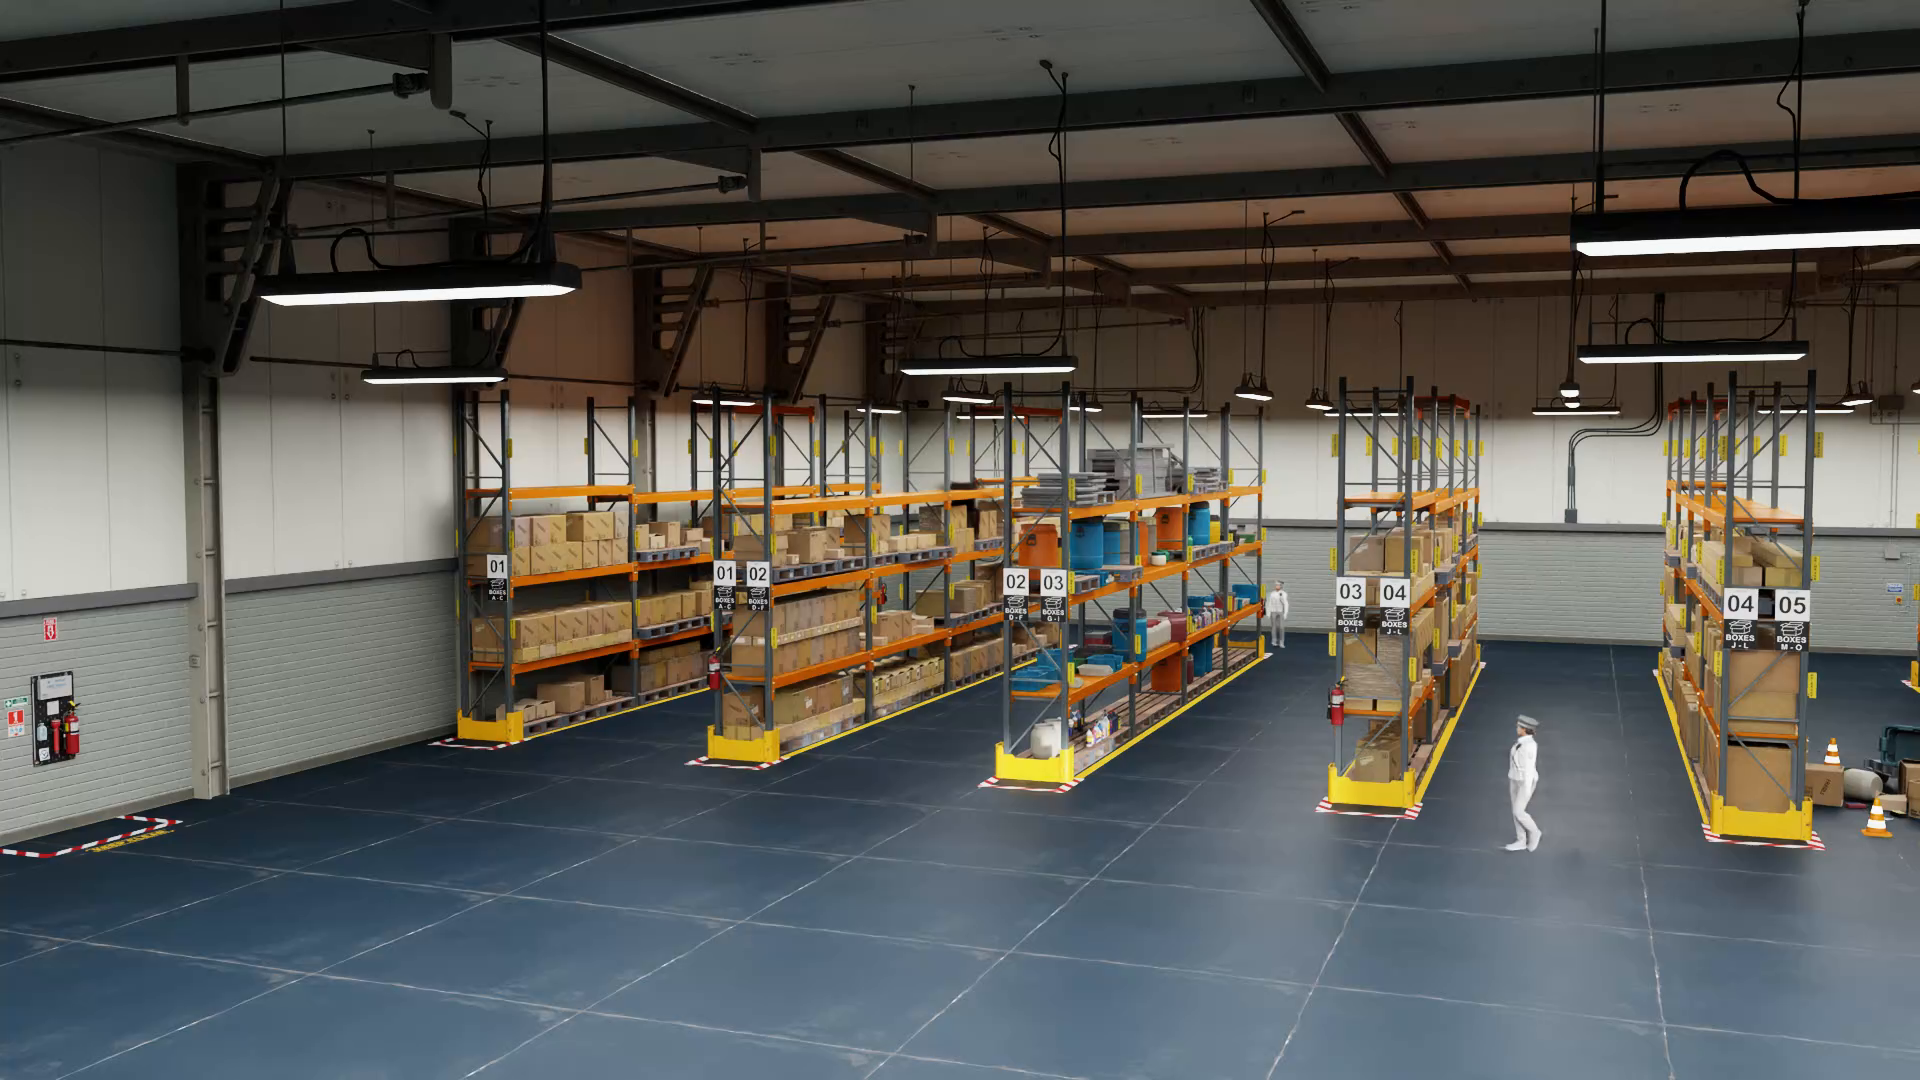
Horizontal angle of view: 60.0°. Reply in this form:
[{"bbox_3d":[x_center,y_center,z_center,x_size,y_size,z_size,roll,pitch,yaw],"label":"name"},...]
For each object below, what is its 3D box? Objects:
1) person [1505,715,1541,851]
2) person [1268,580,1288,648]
[{"bbox_3d":[6.960,3.008,20.566,0.431,1.687,0.471,-1,3,-19],"label":"person"},{"bbox_3d":[8.034,1.859,41.969,0.494,1.704,0.500,1,3,12],"label":"person"}]
